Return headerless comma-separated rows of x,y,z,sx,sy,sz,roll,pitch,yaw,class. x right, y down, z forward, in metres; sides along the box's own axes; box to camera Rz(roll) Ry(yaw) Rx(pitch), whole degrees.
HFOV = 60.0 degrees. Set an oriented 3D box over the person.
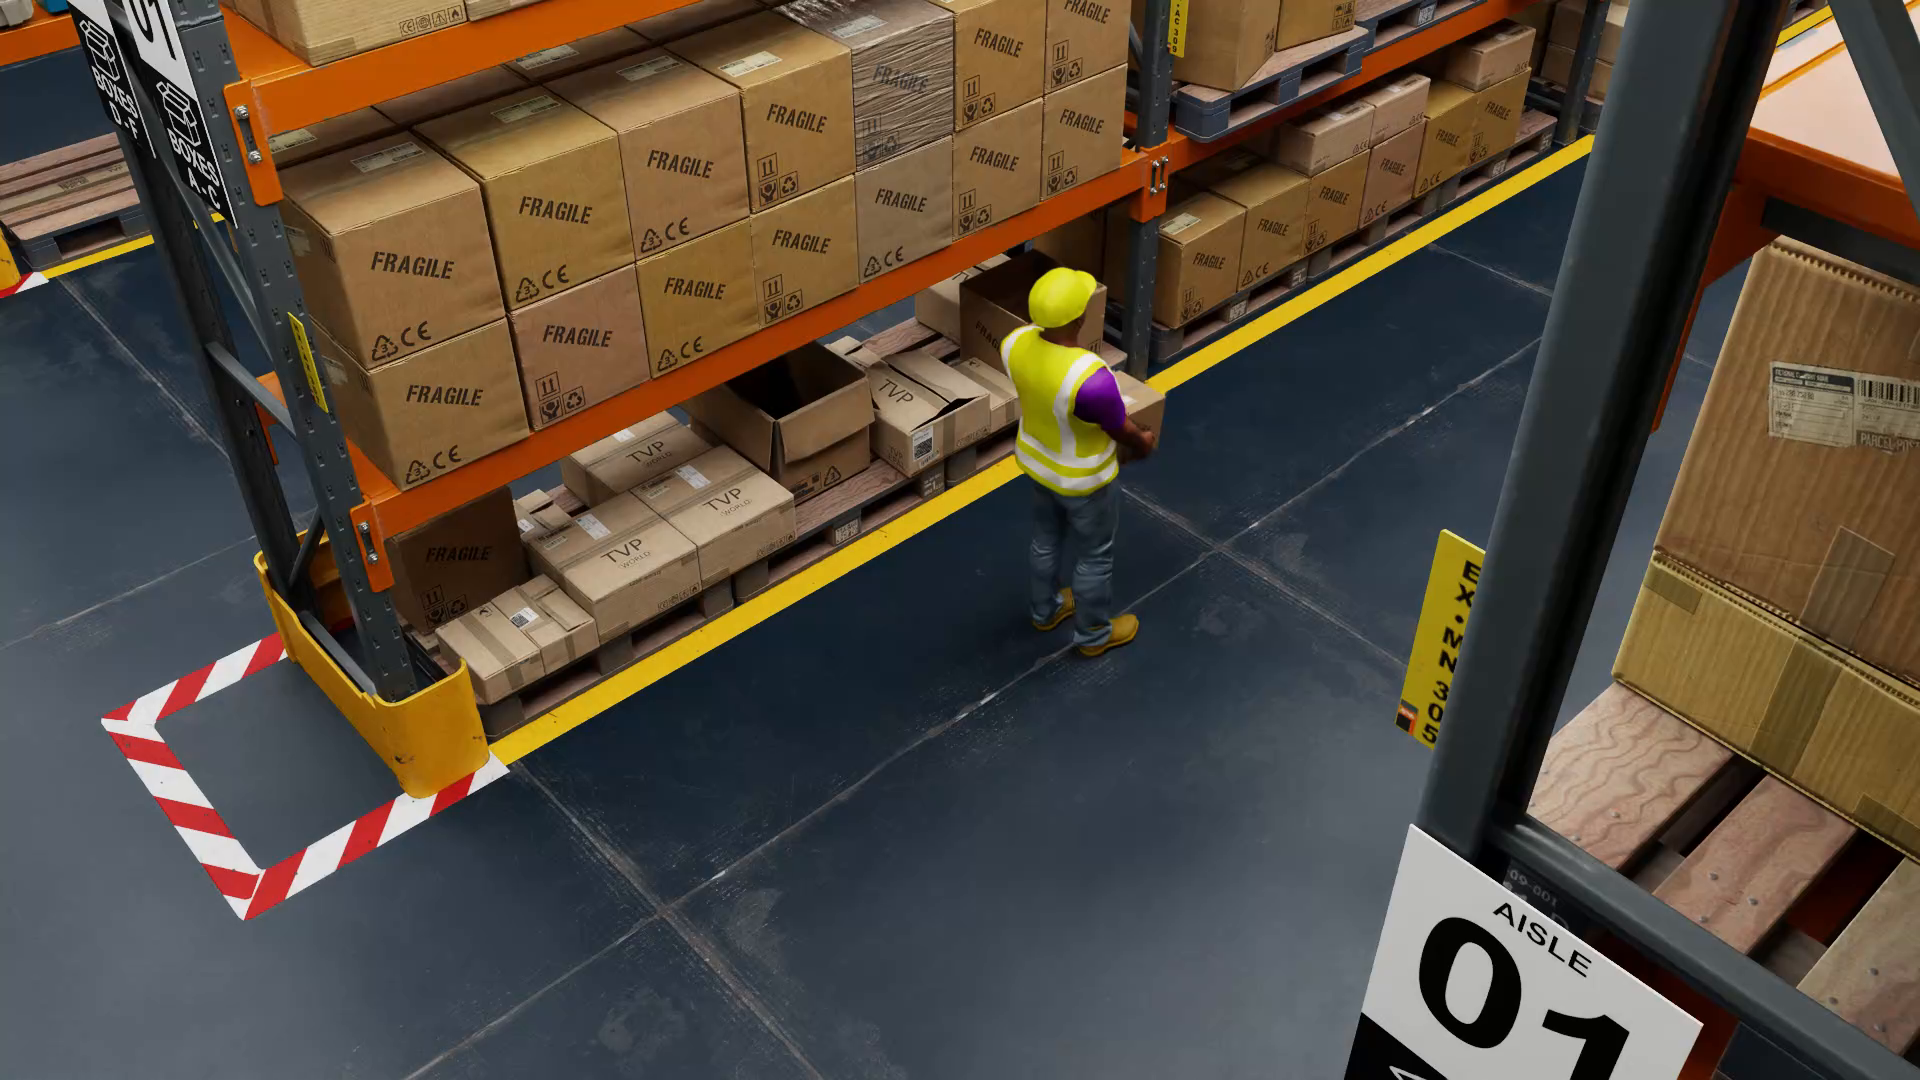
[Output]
0.471,-0.328,6.530,0.559,1.772,0.524,-30,48,-31,person
